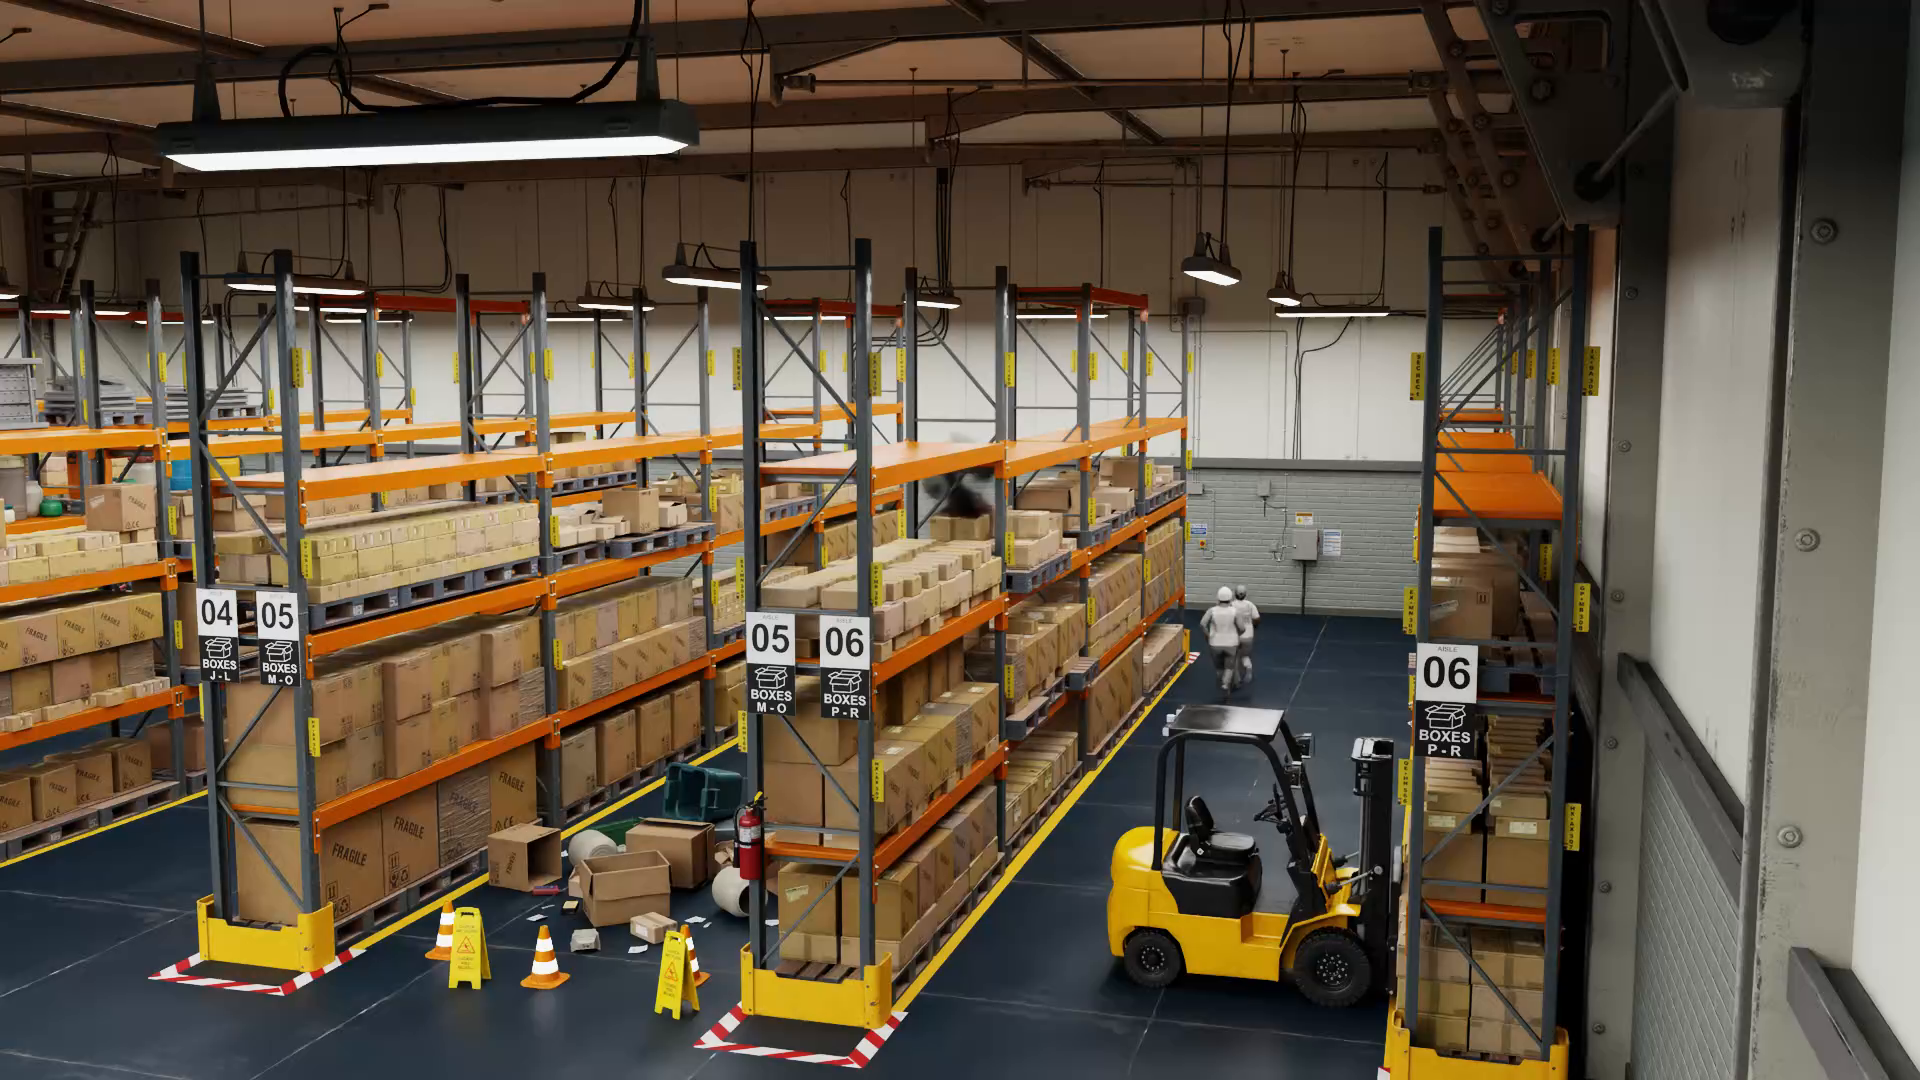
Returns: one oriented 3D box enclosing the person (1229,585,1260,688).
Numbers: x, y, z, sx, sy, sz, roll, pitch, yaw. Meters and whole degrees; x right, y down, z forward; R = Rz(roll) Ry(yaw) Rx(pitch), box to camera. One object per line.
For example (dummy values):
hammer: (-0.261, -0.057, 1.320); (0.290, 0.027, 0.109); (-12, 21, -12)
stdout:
person: (4.306, 1.507, 25.603); (0.608, 1.629, 0.607); (0, 6, 0)

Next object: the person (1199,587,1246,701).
person: (3.878, 1.568, 24.521); (0.671, 1.770, 0.867); (2, 7, 16)
